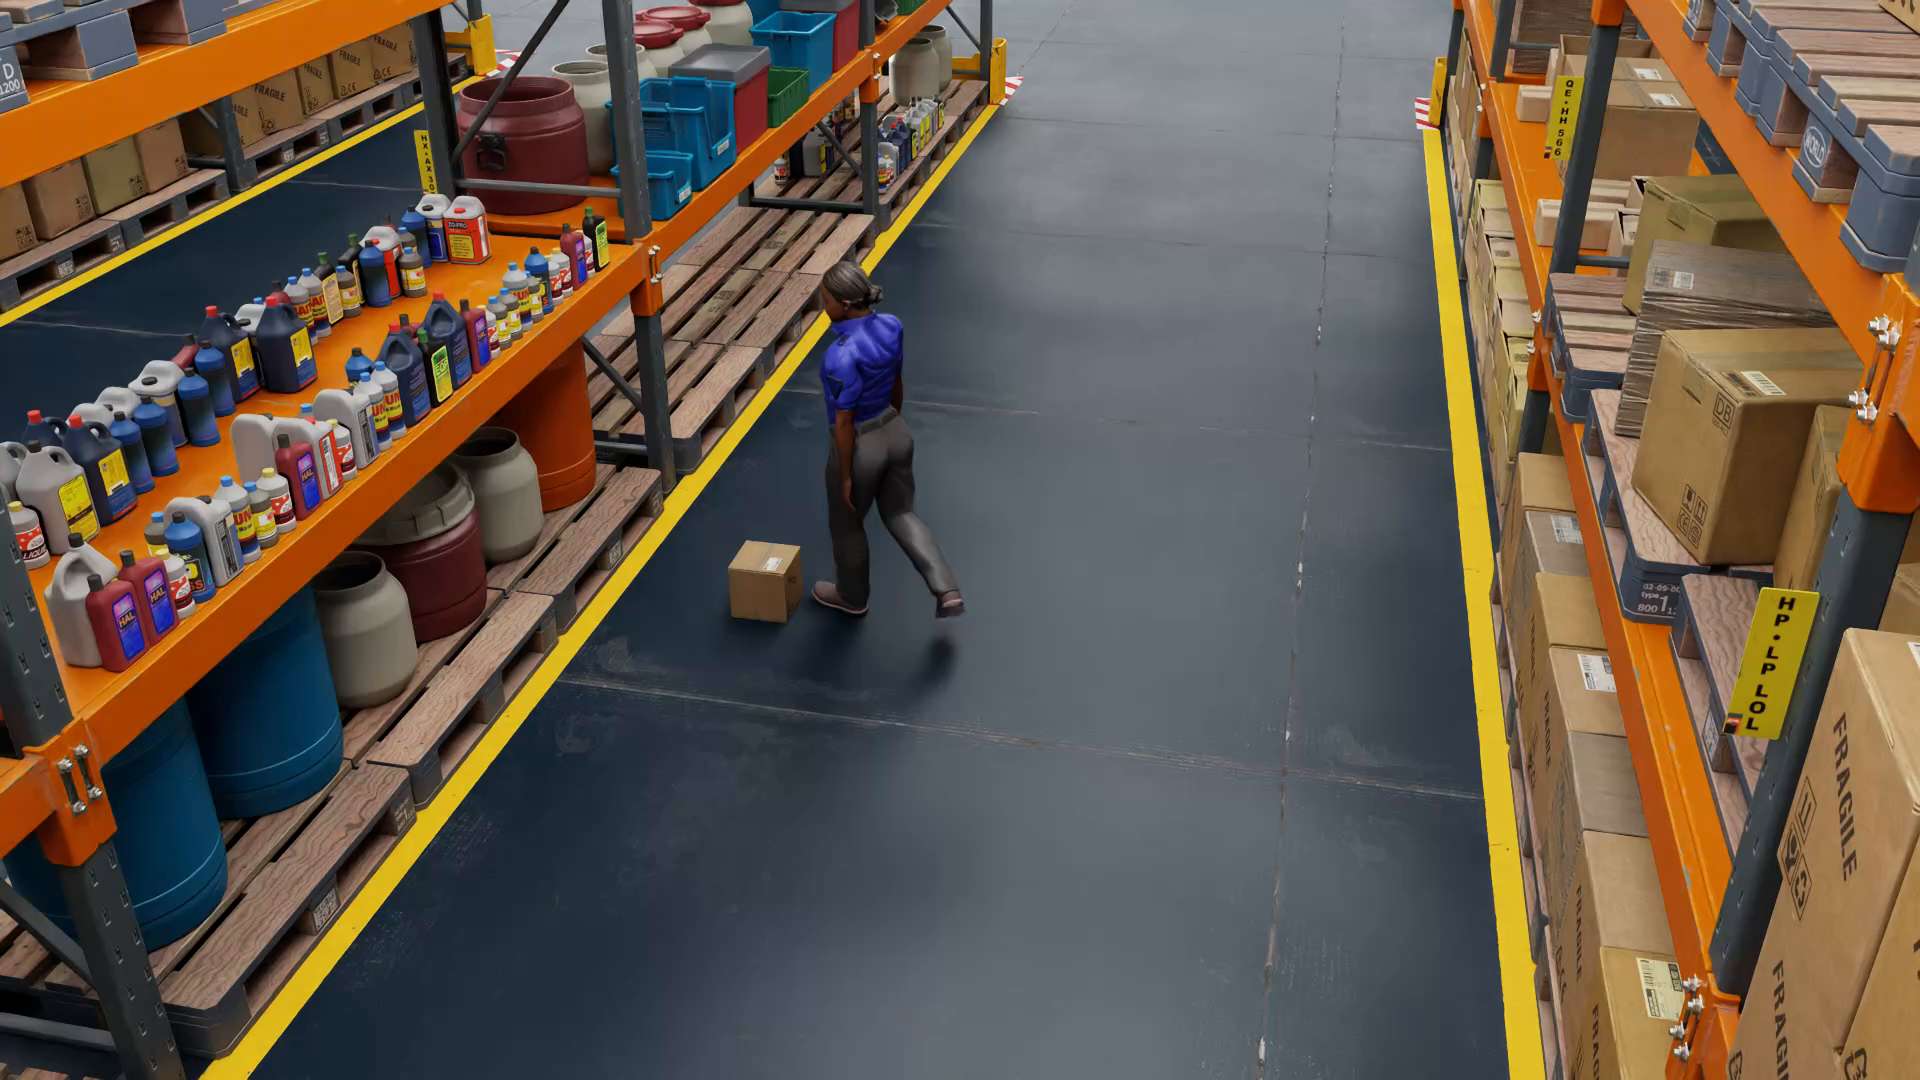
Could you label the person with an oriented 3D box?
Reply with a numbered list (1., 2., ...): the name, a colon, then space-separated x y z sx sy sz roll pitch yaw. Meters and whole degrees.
1. person: -0.329 -0.359 6.766 0.805 1.637 0.519 21 35 33
